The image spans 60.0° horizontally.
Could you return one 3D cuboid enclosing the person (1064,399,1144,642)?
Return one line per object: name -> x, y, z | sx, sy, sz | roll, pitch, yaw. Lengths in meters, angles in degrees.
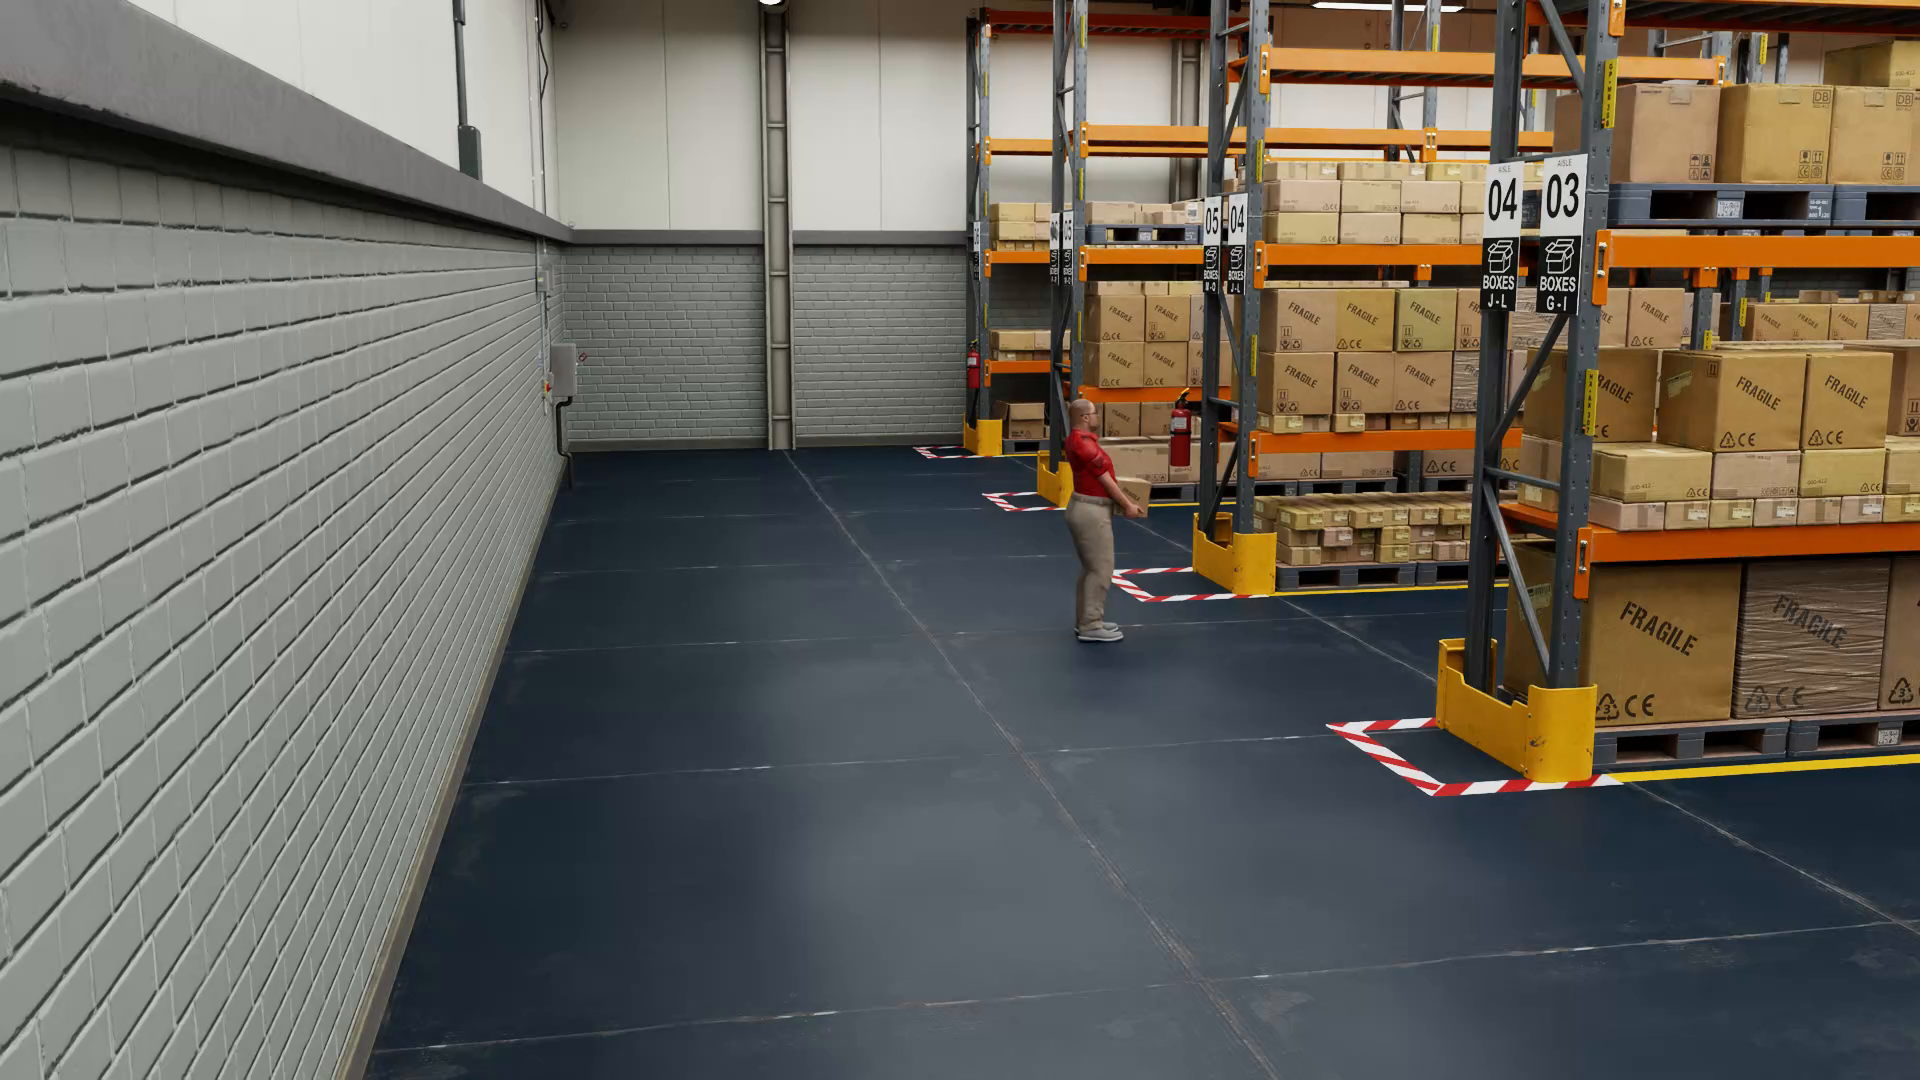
person -> 1.019, -0.154, 11.890 | 0.531, 1.713, 0.494 | -2, 10, -10
